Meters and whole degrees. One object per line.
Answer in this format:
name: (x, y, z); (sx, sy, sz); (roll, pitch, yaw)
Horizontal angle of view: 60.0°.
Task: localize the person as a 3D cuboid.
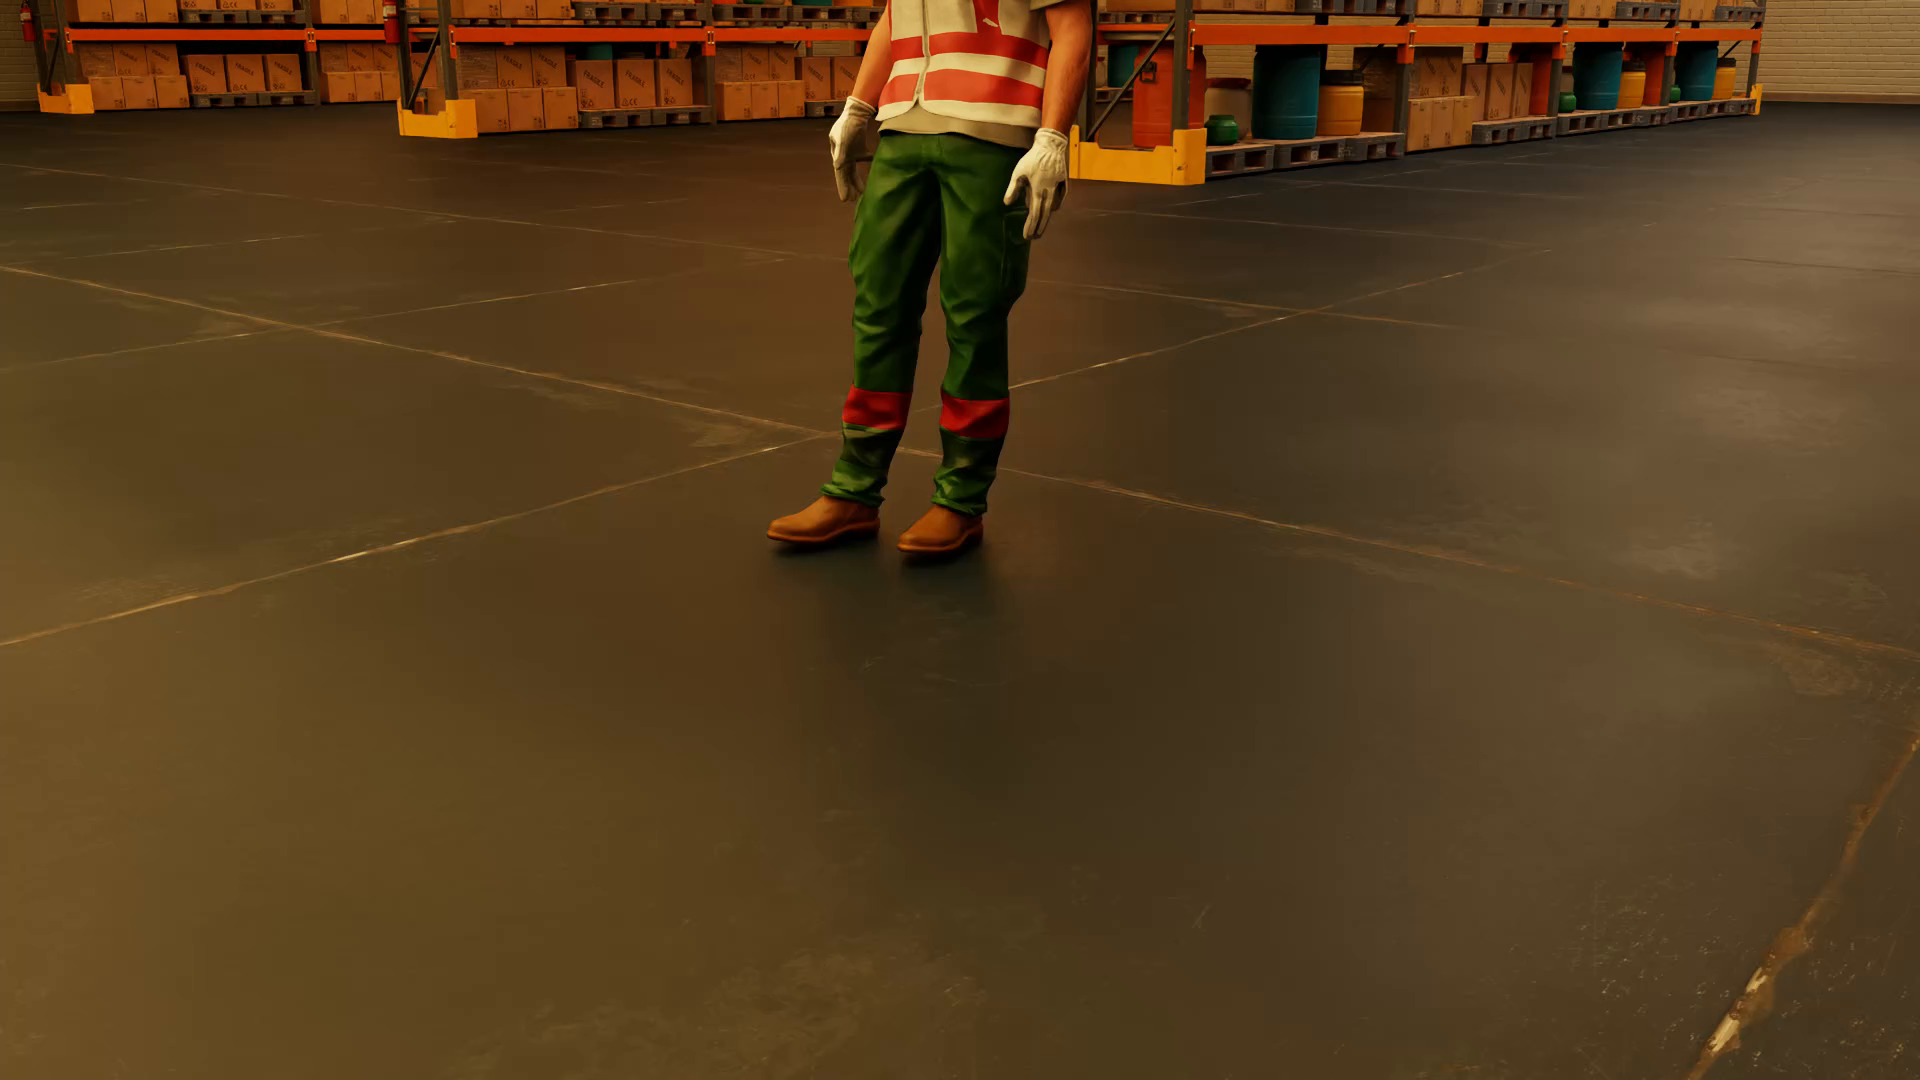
person: (-0.061, -0.848, 3.629); (0.637, 1.787, 0.564); (13, 21, 37)
